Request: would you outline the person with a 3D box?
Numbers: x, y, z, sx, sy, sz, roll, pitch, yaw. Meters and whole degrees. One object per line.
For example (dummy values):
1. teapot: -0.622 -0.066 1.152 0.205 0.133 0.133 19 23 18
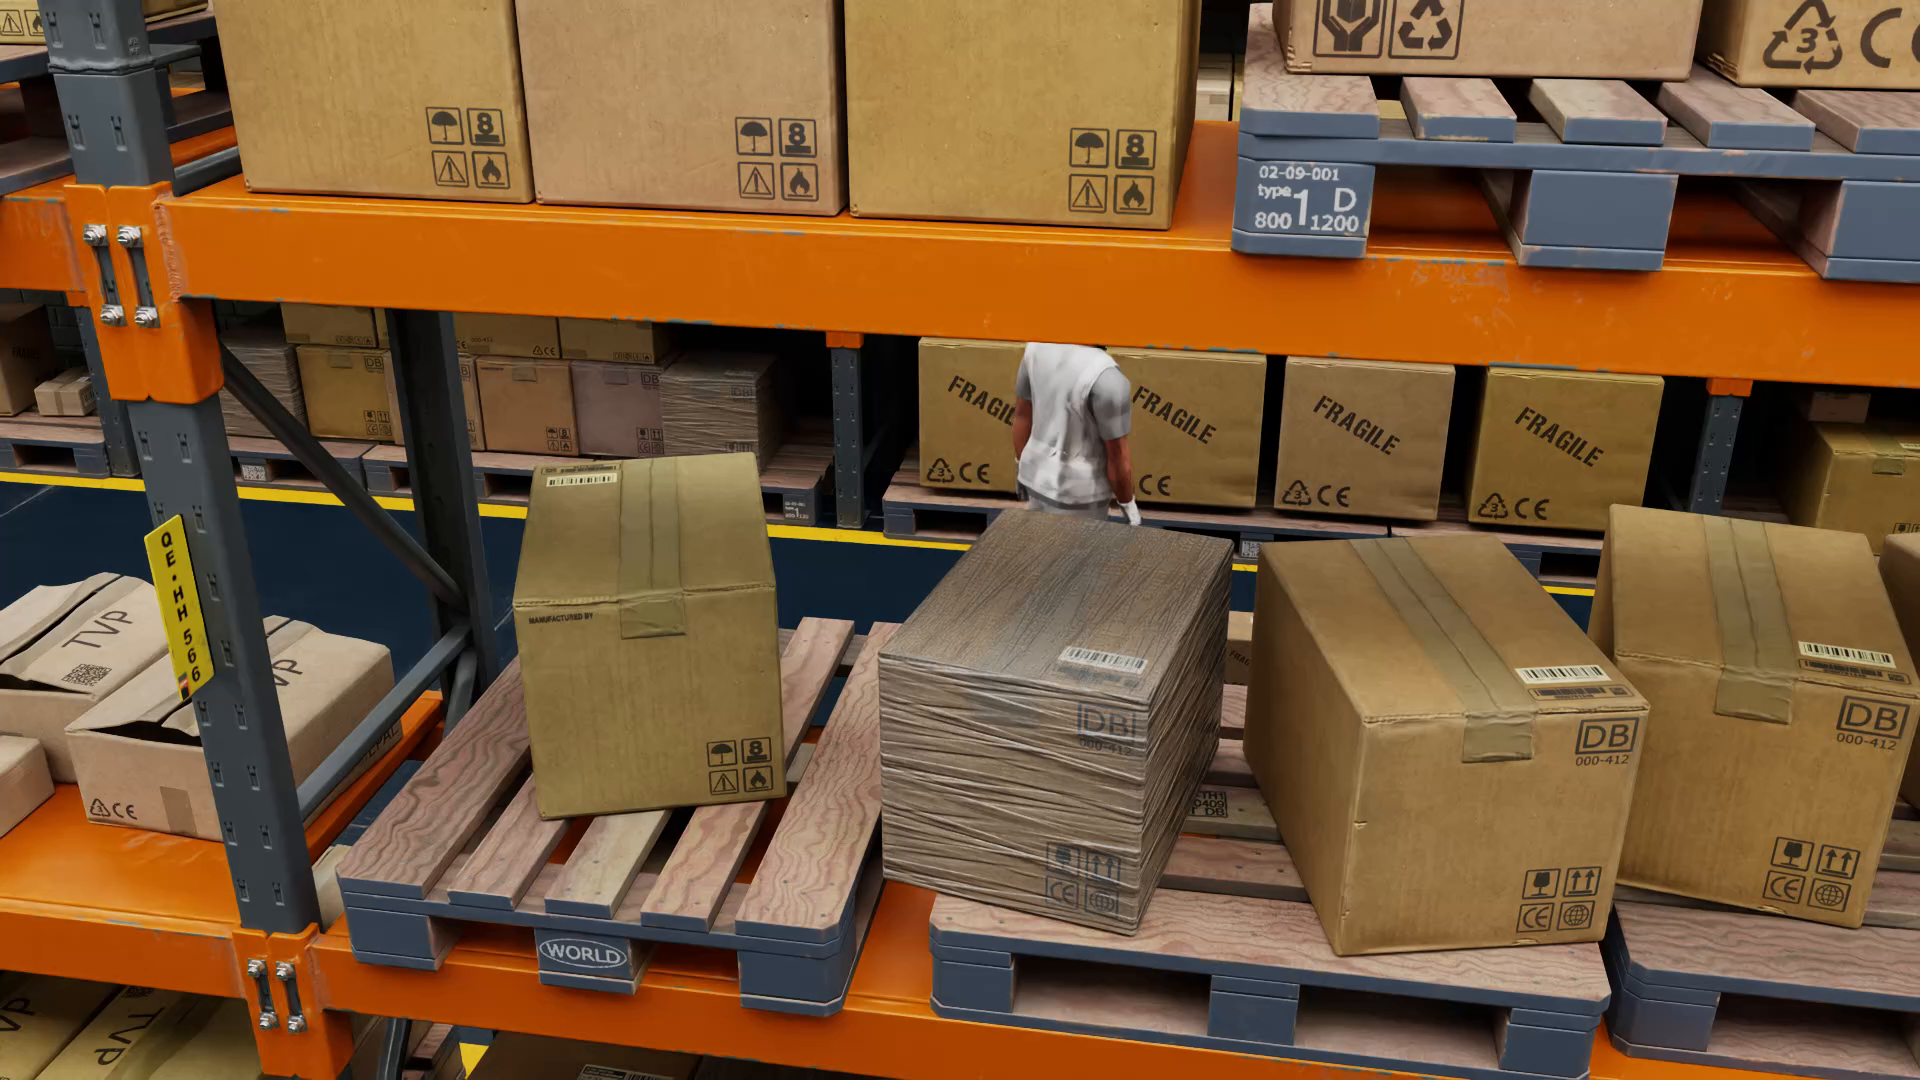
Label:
1. person: 0.496 -0.211 6.504 0.677 1.770 0.599 -17 30 -32
